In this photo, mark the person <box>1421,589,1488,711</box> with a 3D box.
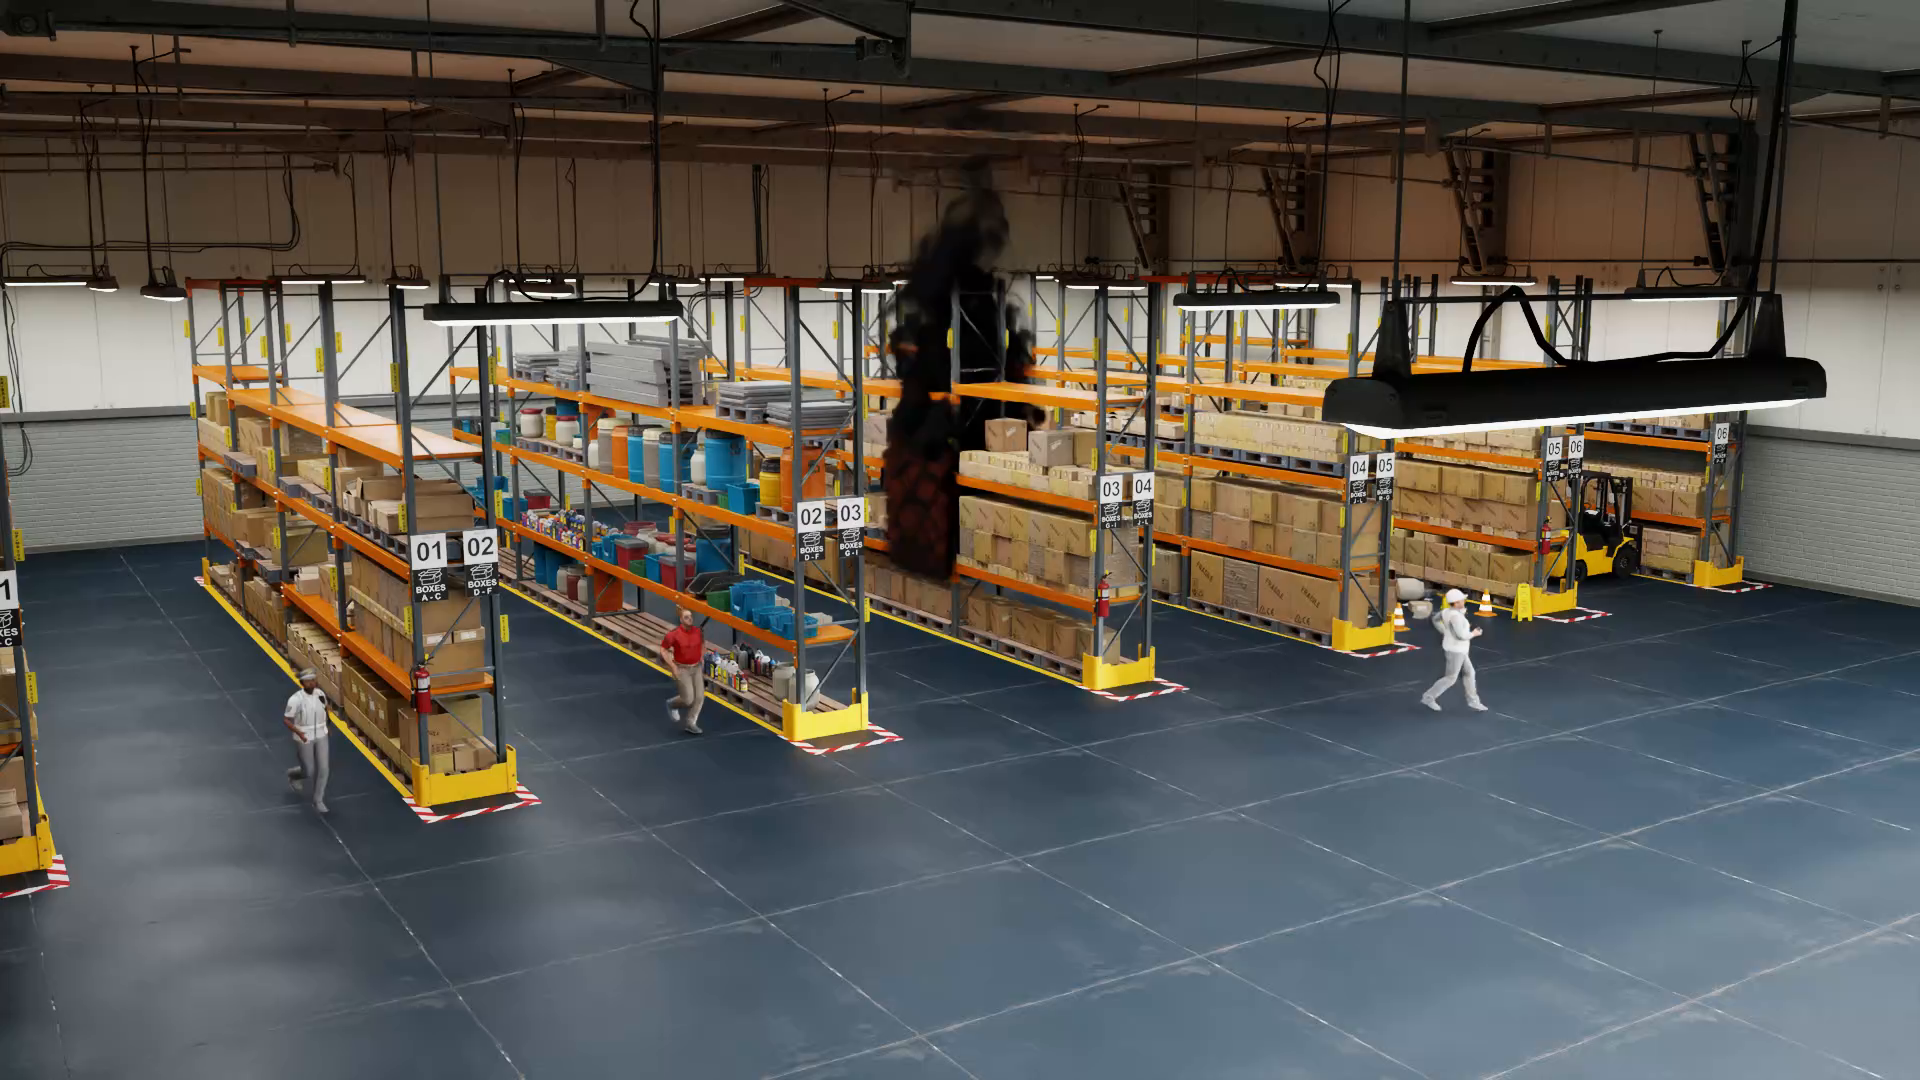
[{"bbox_3d":[6.998,1.557,23.393,0.962,1.774,0.662,1,10,7],"label":"person"}]

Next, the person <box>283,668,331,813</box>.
[{"bbox_3d":[-7.598,2.302,19.431,0.715,1.686,0.575,9,13,43],"label":"person"}]

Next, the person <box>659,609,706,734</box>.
[{"bbox_3d":[-3.713,1.760,22.493,0.666,1.678,0.619,-9,13,-43],"label":"person"}]
